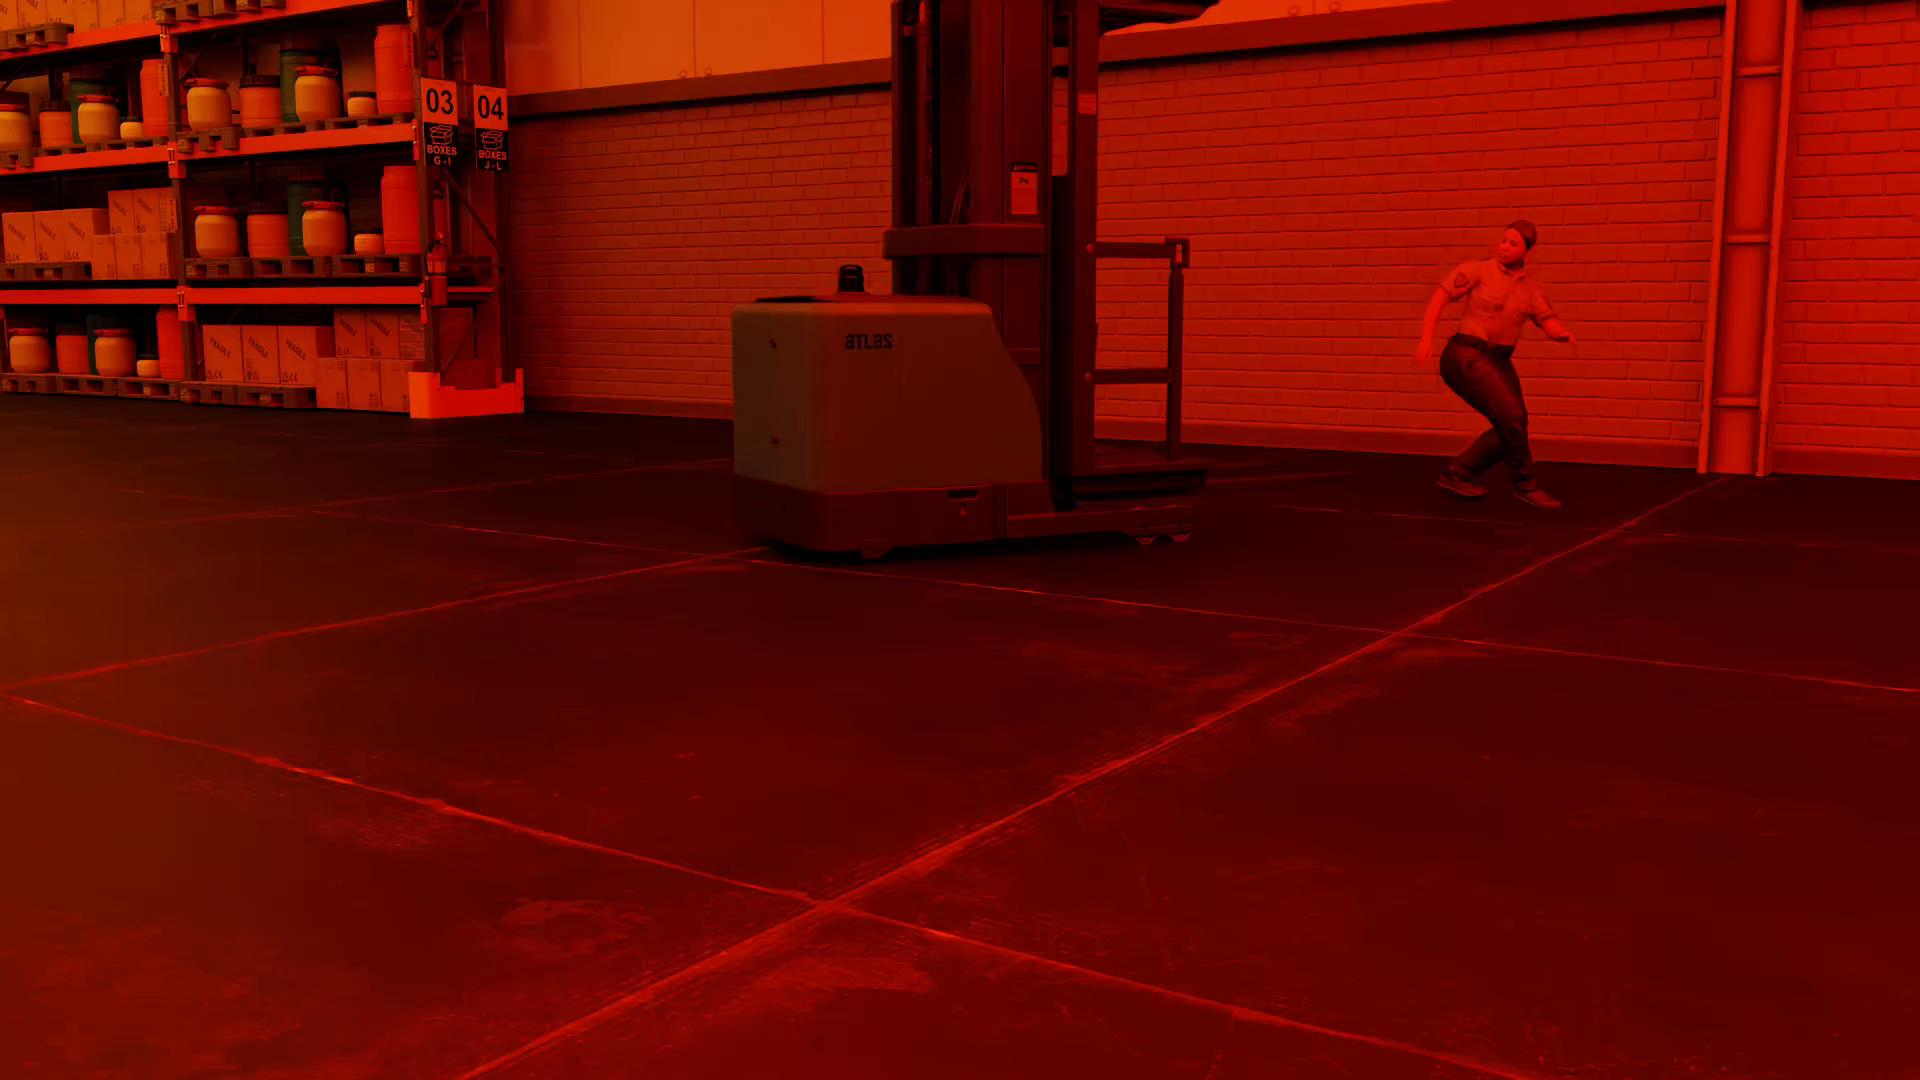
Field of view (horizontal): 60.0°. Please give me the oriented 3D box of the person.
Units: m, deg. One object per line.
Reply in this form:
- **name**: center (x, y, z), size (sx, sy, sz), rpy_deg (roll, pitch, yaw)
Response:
- **person**: center (2.872, -0.933, 8.883), size (0.747, 1.533, 0.787), rpy_deg (-6, 10, -35)

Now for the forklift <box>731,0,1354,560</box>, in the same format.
- **forklift**: center (0.497, -1.496, 7.716), size (3.031, 2.935, 1.130), rpy_deg (-5, 9, -29)
